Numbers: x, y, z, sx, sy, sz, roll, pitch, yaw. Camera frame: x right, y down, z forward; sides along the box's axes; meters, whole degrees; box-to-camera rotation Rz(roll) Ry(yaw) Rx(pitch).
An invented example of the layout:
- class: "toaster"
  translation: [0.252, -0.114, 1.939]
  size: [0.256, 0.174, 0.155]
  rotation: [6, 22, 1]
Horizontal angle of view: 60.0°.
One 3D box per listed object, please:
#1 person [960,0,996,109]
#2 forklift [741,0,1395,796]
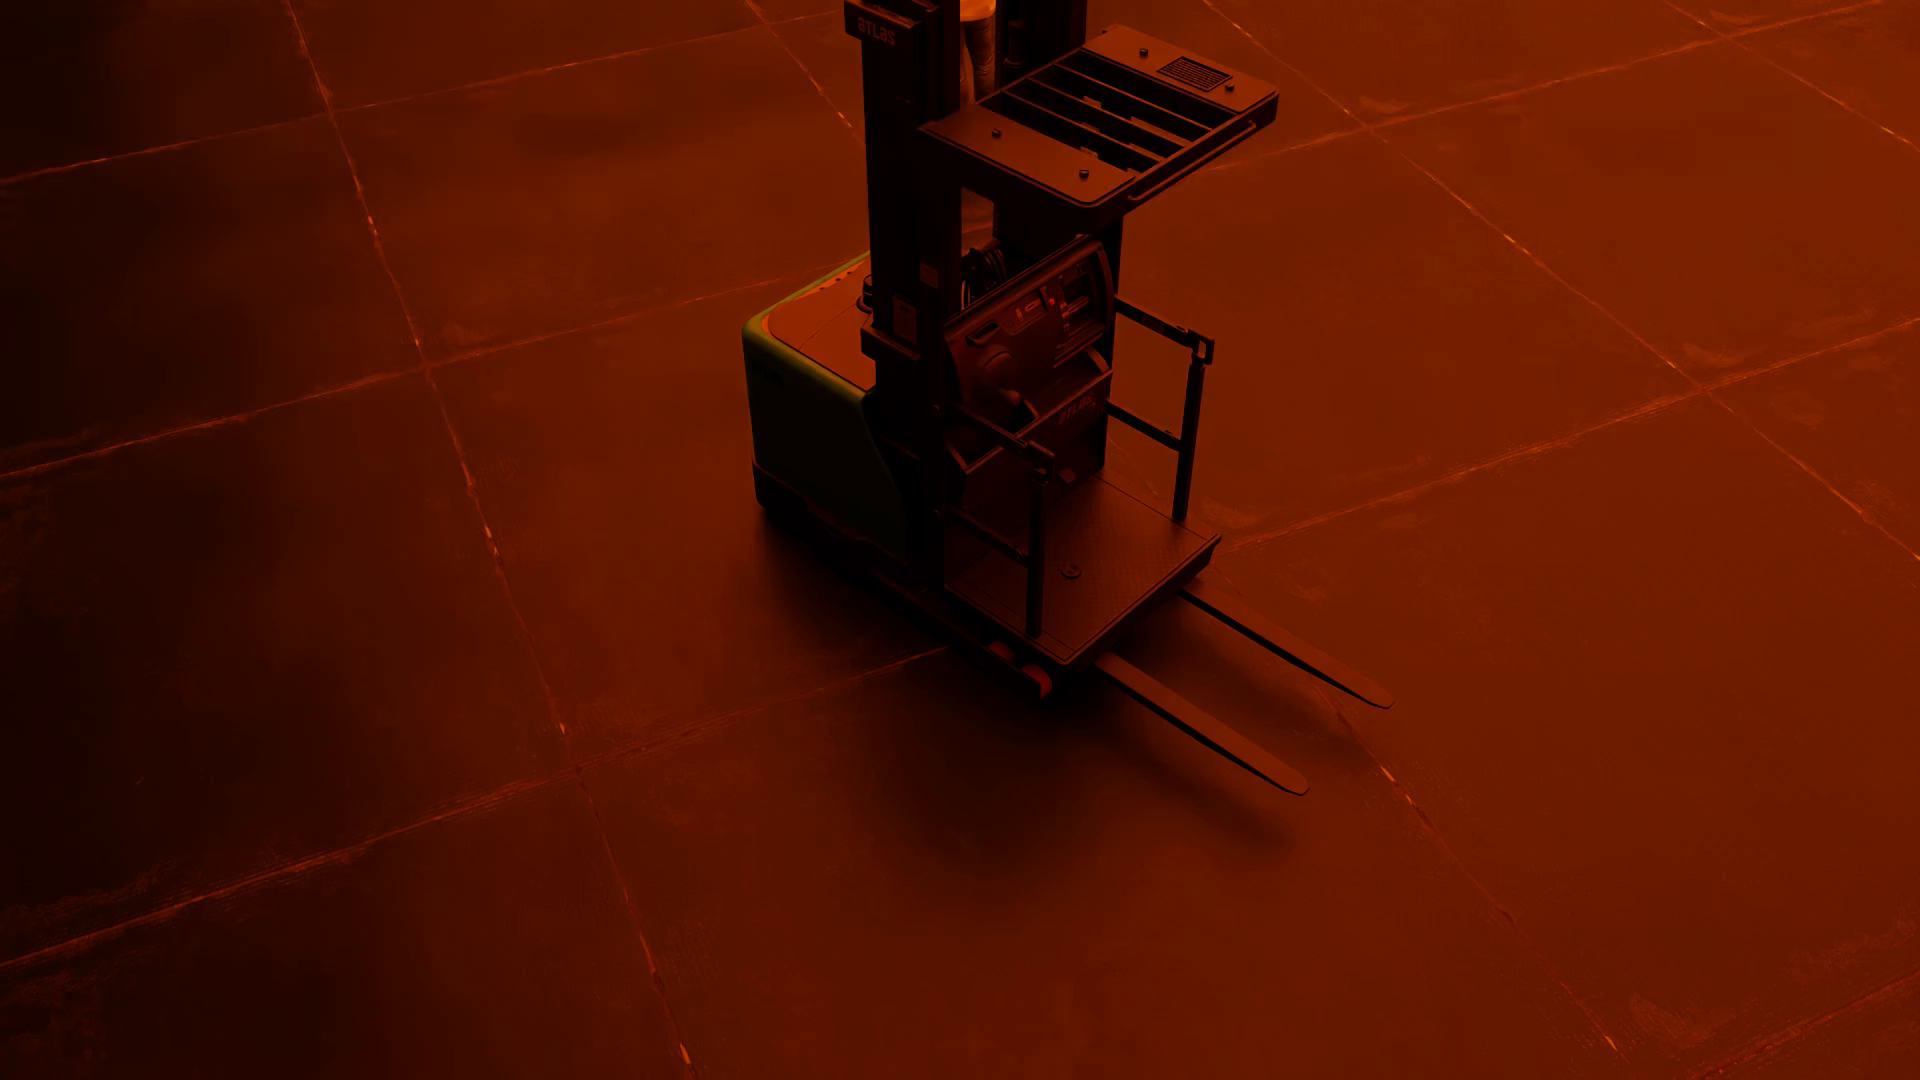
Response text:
- class: "person"
  translation: [-0.014, -3.243, 9.998]
  size: [0.666, 1.765, 0.578]
  rotation: [-15, 45, -16]
- class: "forklift"
  translation: [0.445, -0.788, 6.525]
  size: [3.031, 2.935, 1.130]
  rotation: [32, 52, 30]
